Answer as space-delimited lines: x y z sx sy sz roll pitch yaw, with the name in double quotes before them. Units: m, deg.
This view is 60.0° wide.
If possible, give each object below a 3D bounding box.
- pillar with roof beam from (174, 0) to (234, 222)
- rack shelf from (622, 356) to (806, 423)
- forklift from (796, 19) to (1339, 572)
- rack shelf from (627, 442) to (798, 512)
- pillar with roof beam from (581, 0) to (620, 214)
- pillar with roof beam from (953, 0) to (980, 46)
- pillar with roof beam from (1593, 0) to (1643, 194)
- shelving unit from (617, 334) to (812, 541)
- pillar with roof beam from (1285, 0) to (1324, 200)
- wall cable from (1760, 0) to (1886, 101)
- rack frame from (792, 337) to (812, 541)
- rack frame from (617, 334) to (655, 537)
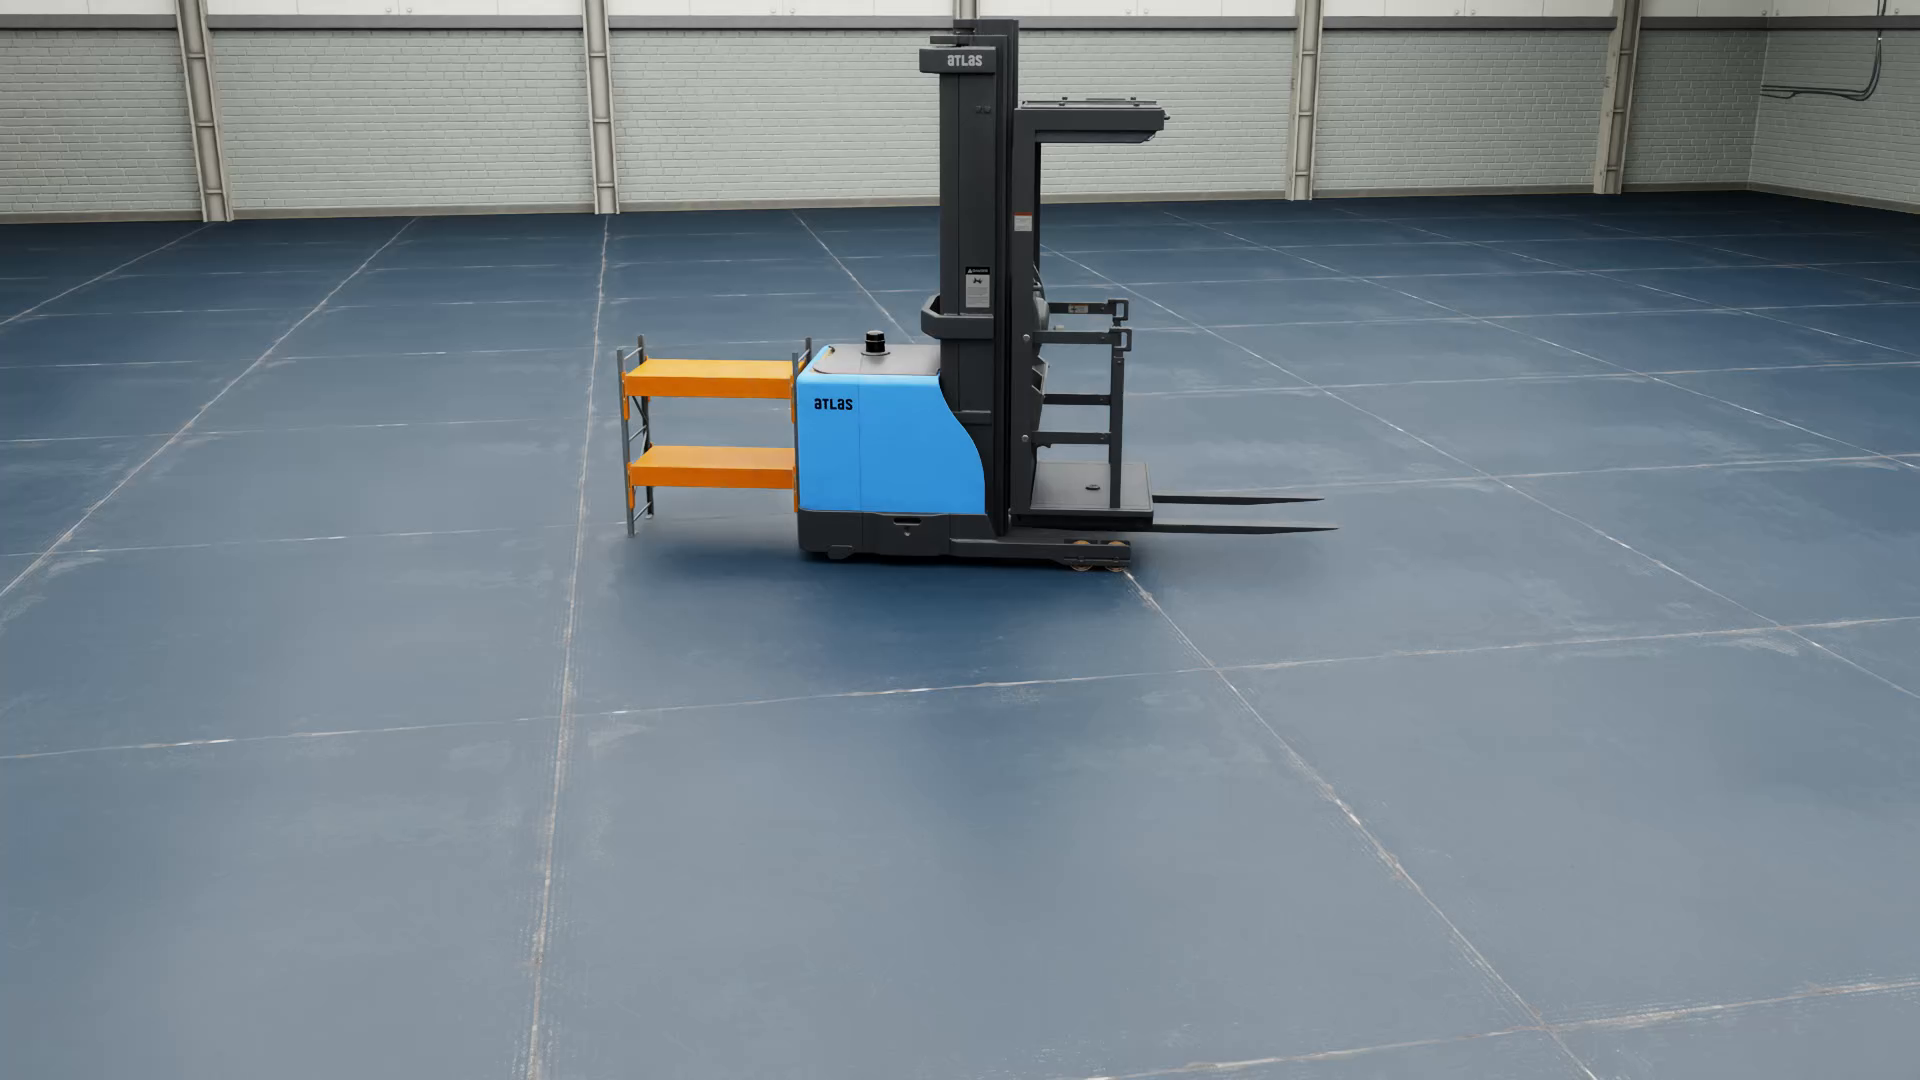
"pillar with roof beam" -10.863 -8.098 20.850 0.400 9.000 9.100 -3 17 -10
"rack shelf" -1.428 -0.894 9.811 1.000 0.278 0.538 1 17 4
"forklift" 0.629 -1.387 9.334 3.031 2.935 1.130 1 17 4
"rack shelf" -1.428 -0.381 9.969 1.000 0.278 0.538 1 17 4
"pillar with roof beam" -4.972 -8.432 21.938 0.400 9.000 9.100 -3 17 -10
"pillar with roof beam" 0.919 -8.766 23.026 0.400 9.000 9.100 -3 17 -10
"pillar with roof beam" 12.702 -9.435 25.202 0.400 9.000 9.100 -3 17 -10
"shelving unit" -1.428 -0.615 9.897 1.048 1.125 0.538 1 17 4
"pillar with roof beam" 6.811 -9.100 24.114 0.400 9.000 9.100 -3 17 -10
"wall cable" 15.028 -8.974 28.992 0.112 2.526 3.097 -3 17 -10
"rack frame" -0.922 -0.602 9.858 0.032 1.125 0.500 1 17 4
"rack frame" -1.935 -0.627 9.936 0.032 1.125 0.500 1 17 4
